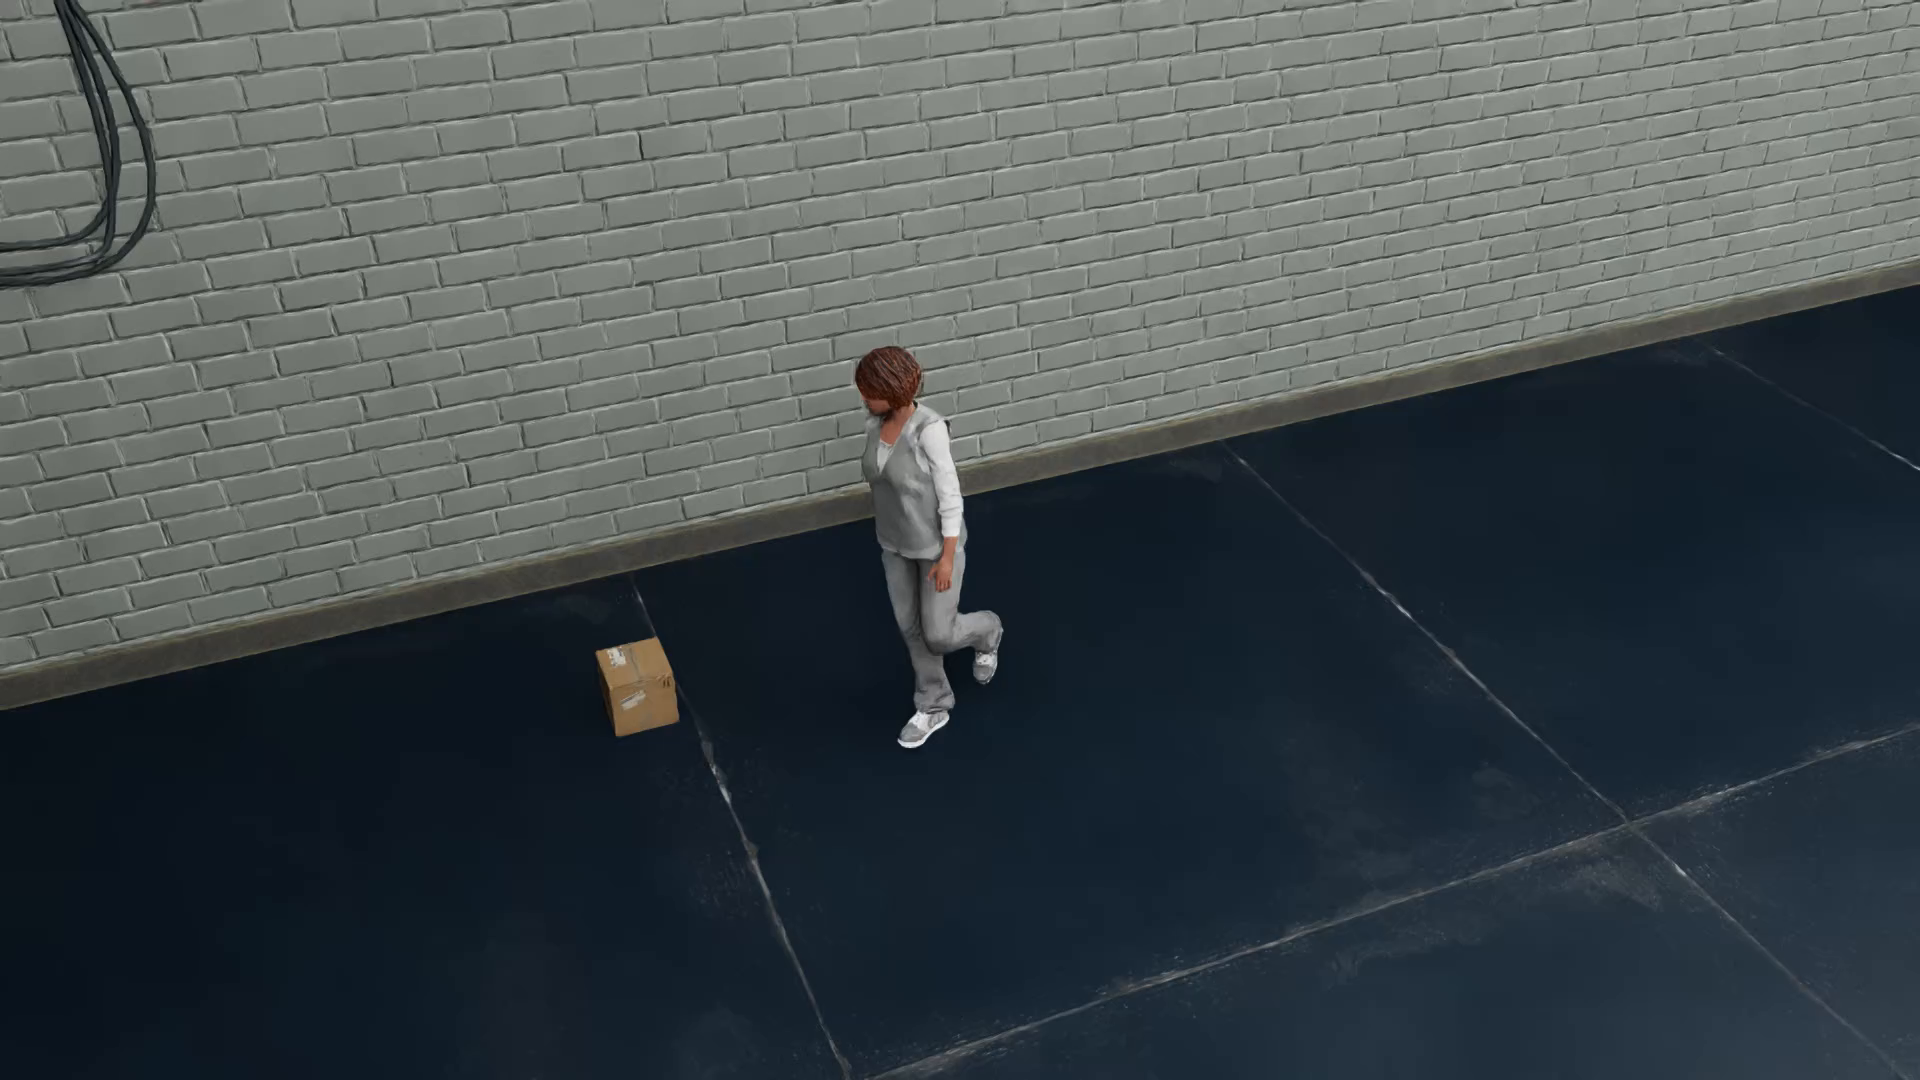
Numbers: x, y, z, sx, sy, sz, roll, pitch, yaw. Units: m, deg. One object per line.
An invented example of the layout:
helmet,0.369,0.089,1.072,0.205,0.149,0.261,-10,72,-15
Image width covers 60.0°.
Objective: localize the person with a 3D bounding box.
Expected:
person,-0.114,-0.002,6.168,0.464,1.570,0.576,26,42,33
